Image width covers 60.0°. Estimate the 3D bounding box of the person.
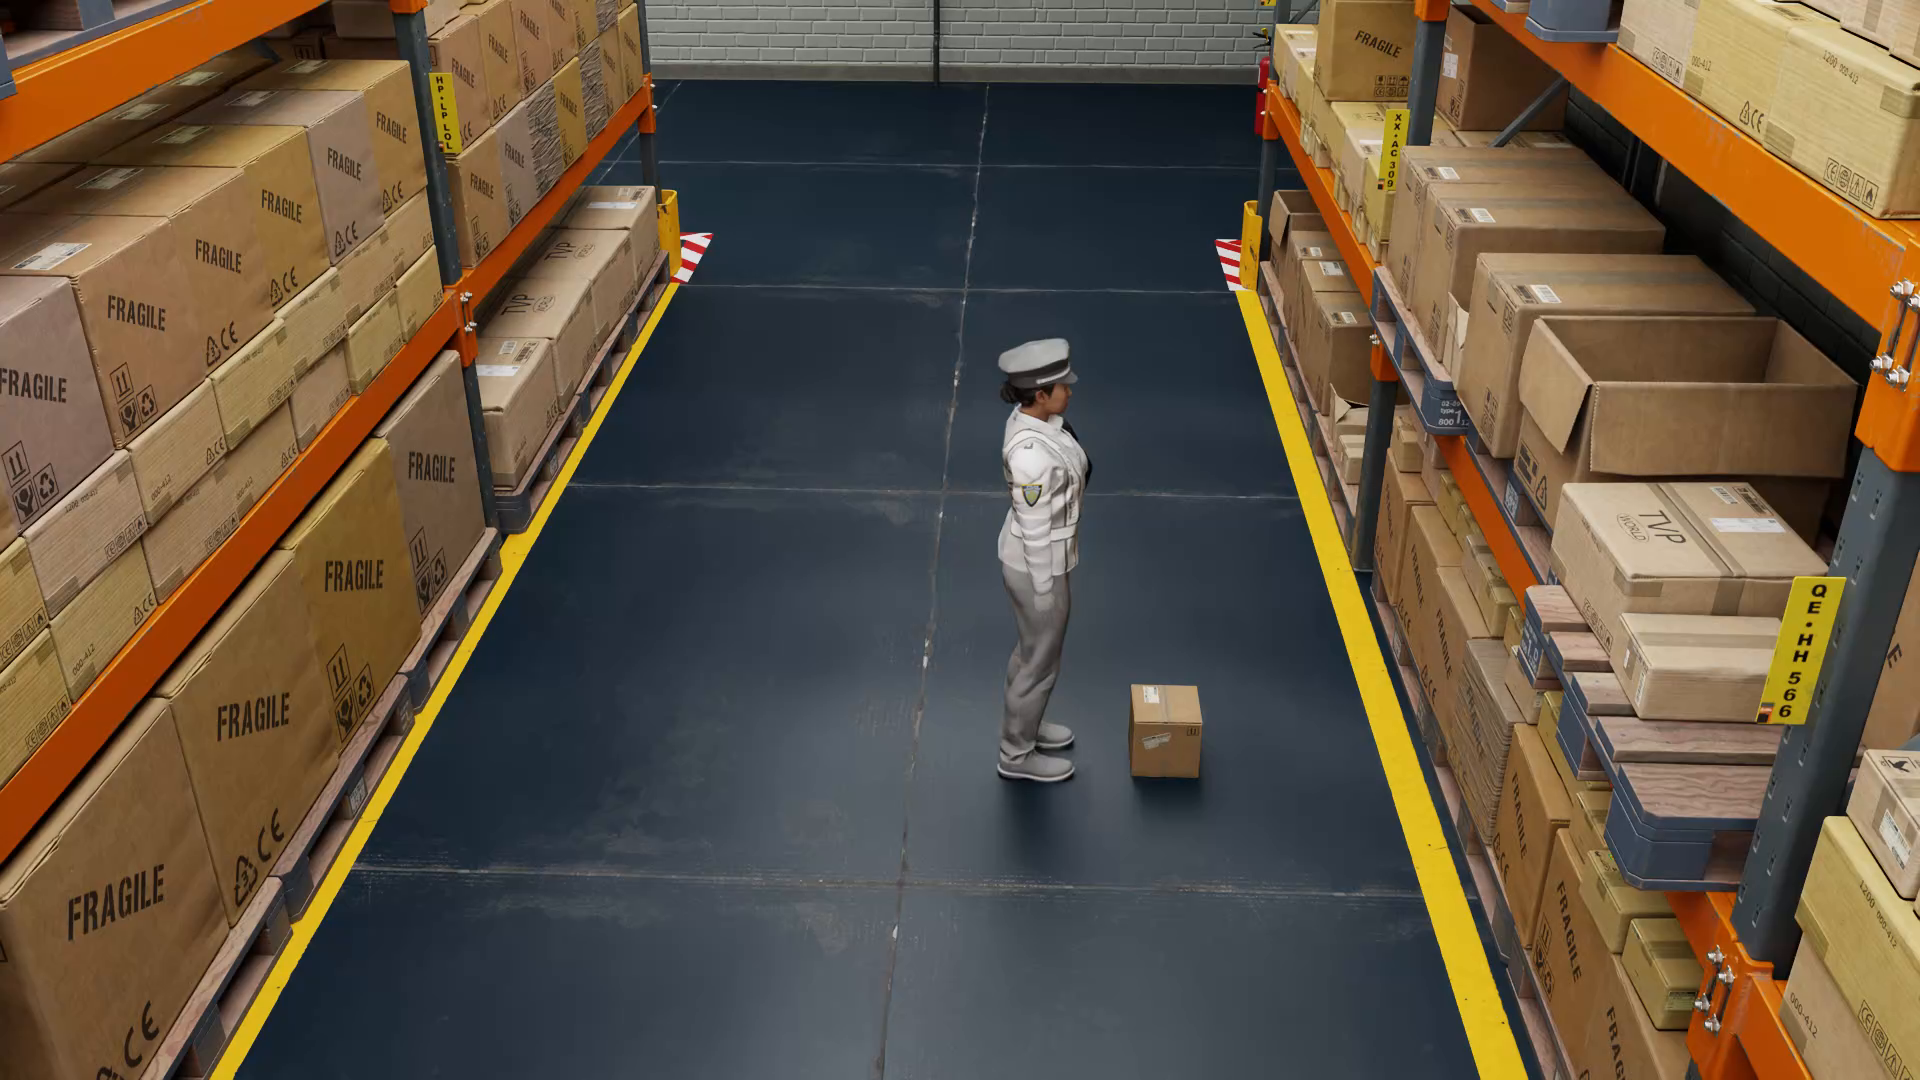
[{"bbox_3d":[-3.036,1.006,3.664,6.693,2.202,5.749,2,28,3],"label":"person"}]
